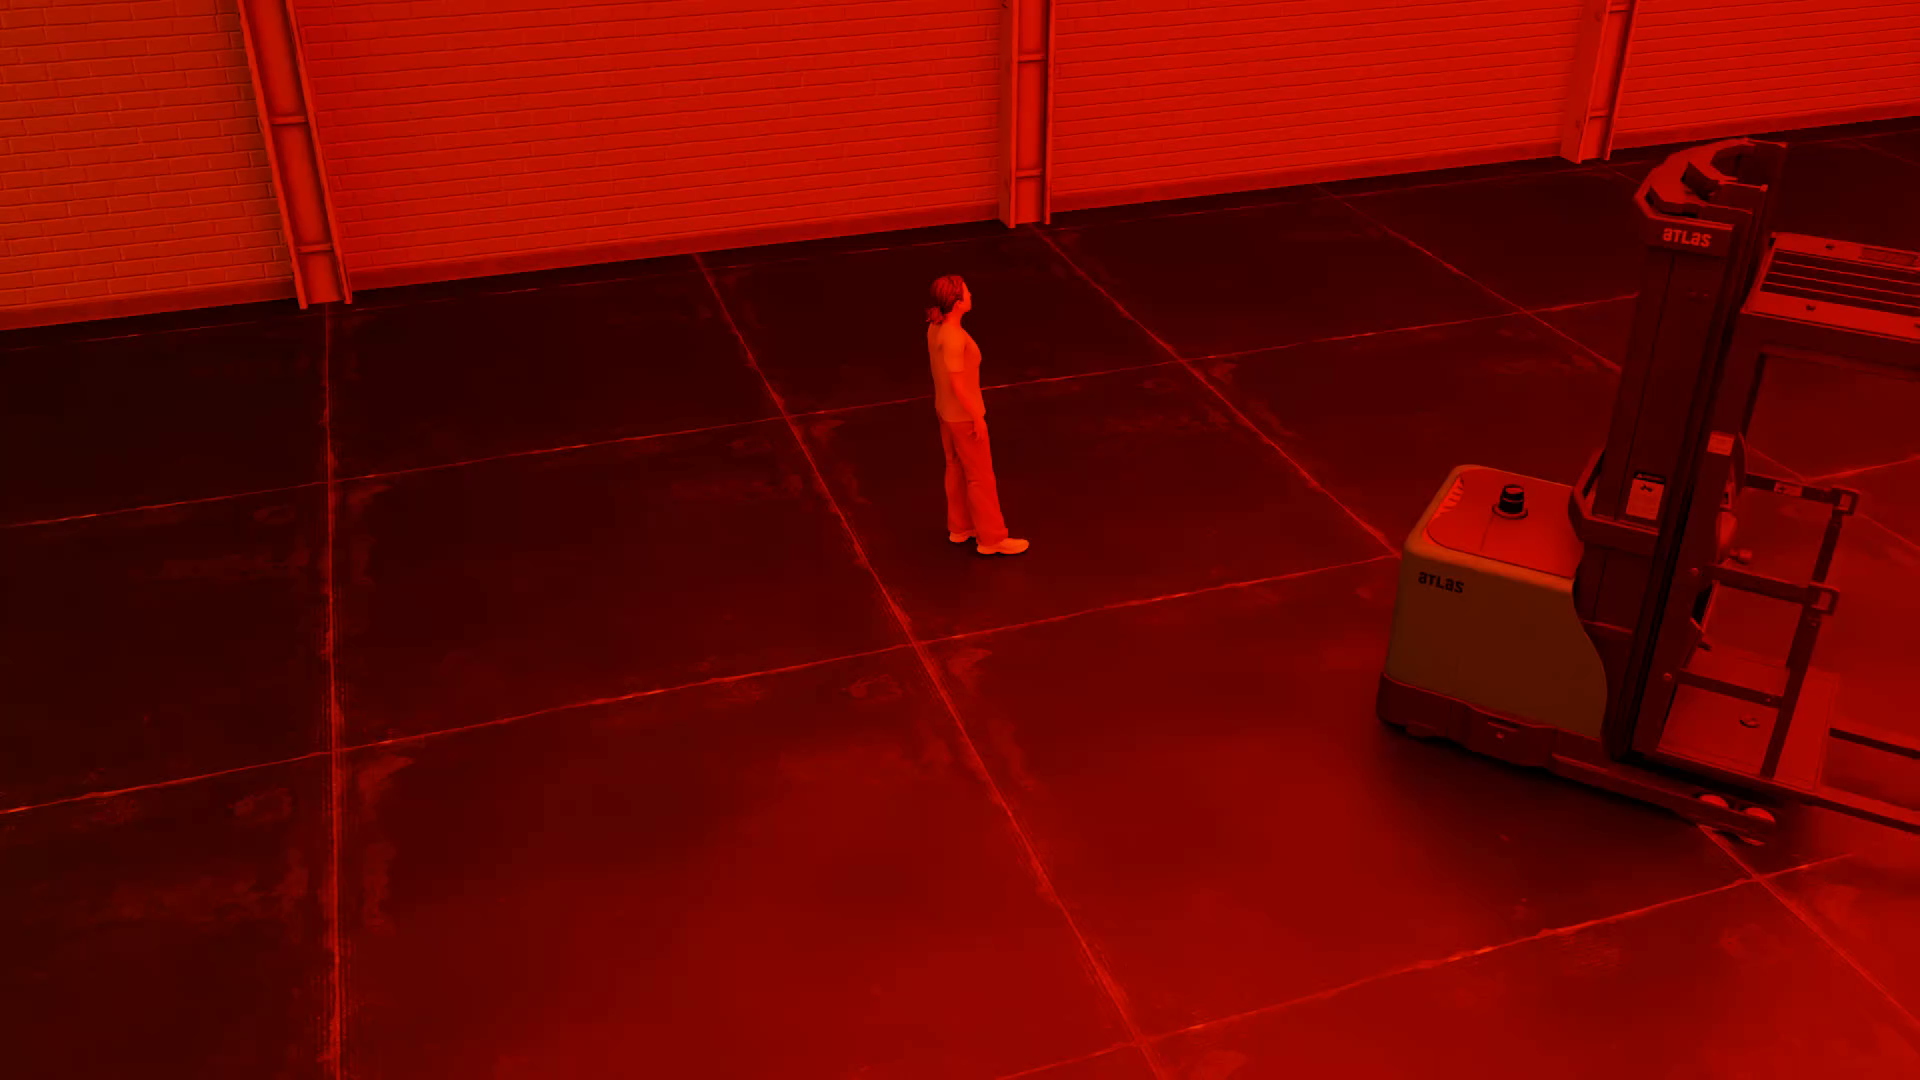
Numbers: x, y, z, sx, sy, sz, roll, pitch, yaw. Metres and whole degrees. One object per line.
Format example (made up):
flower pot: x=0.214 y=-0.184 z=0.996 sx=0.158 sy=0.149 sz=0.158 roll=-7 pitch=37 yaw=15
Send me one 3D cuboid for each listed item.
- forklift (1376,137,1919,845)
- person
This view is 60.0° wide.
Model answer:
forklift: x=3.636 y=-0.181 z=7.401 sx=3.031 sy=2.935 sz=1.130 roll=16 pitch=33 yaw=25
person: x=0.073 y=-0.739 z=9.615 sx=0.549 sy=1.675 sz=0.553 roll=-10 pitch=31 yaw=-16
